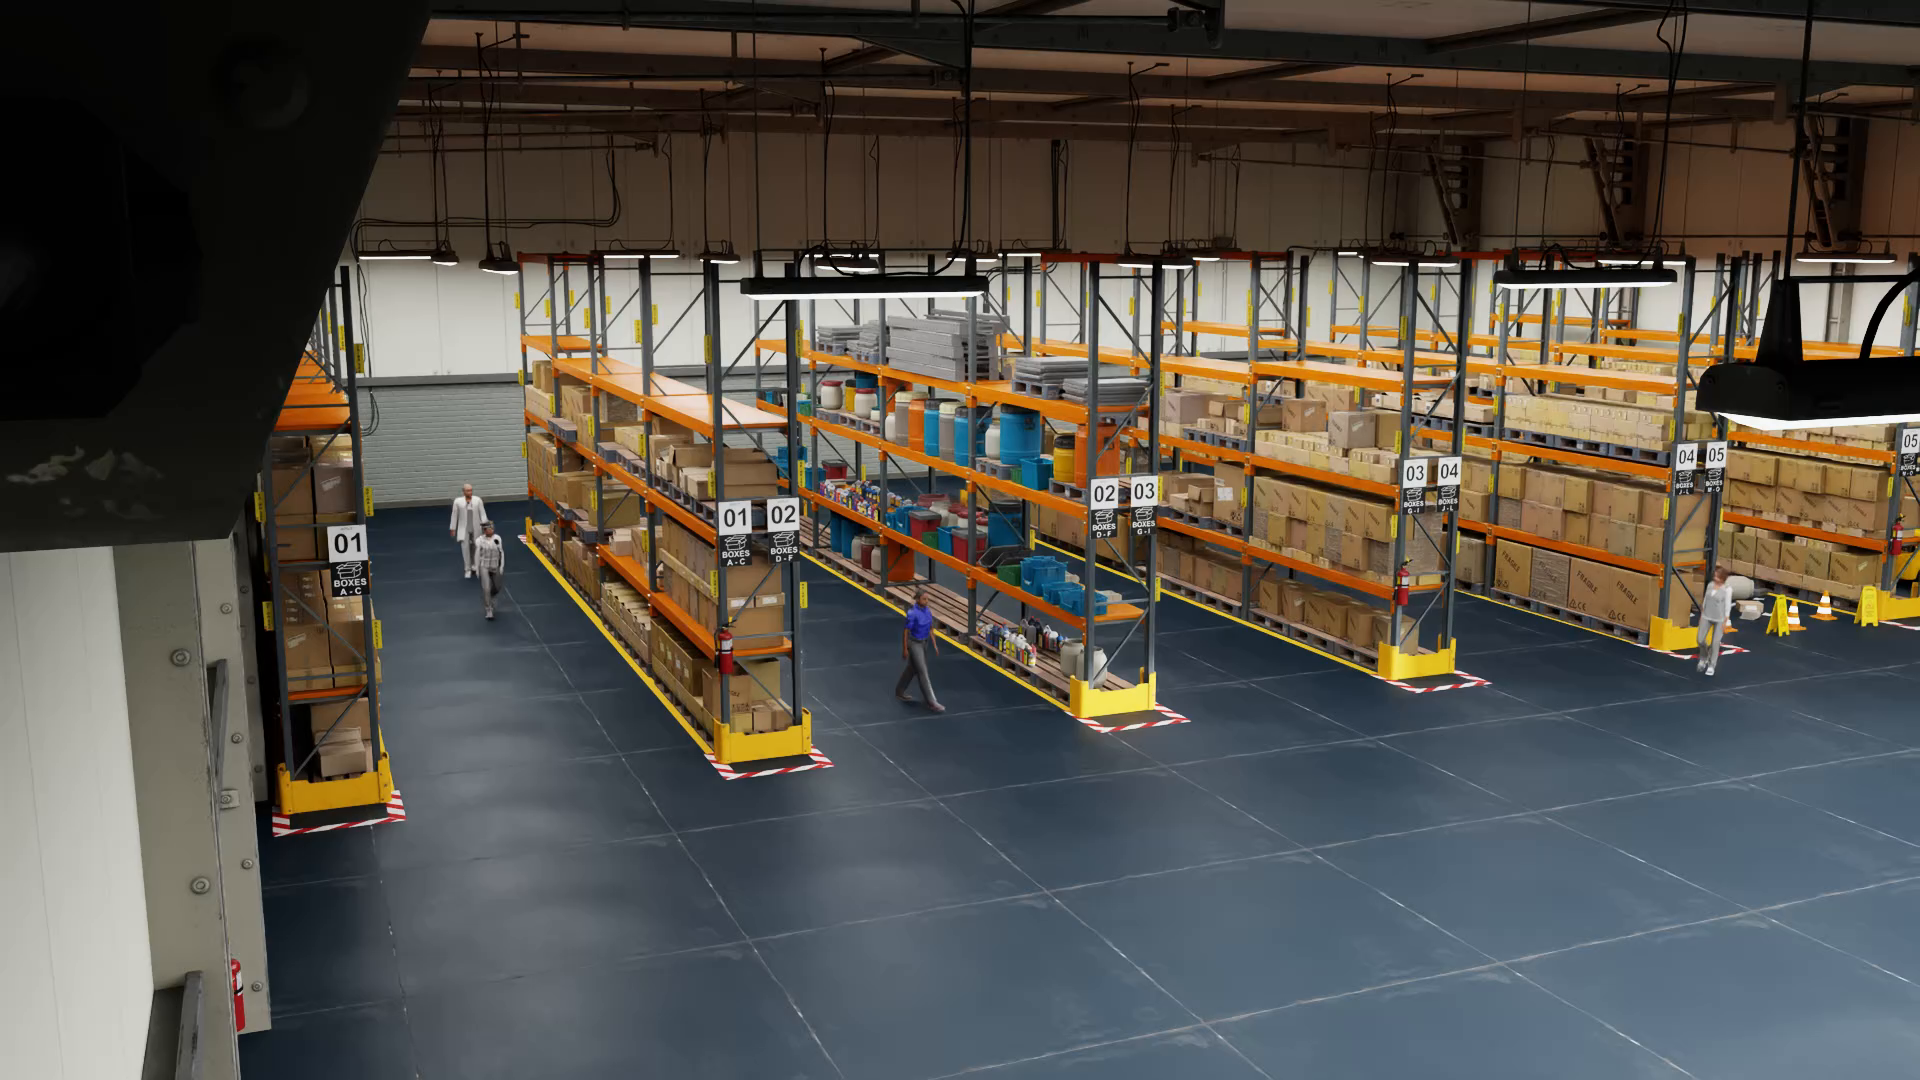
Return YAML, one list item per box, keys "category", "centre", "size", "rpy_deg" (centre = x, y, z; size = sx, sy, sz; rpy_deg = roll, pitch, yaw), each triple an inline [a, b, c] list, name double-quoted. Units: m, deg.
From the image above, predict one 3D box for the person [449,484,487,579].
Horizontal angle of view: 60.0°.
- category: "person"
  centre: [-9.213, -0.202, 31.209]
  size: [0.694, 1.713, 1.129]
  rpy_deg: [-4, 11, -19]

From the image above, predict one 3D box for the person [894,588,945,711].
- category: "person"
  centre: [-0.525, 1.449, 22.519]
  size: [0.946, 1.605, 0.487]
  rpy_deg: [6, 12, 28]

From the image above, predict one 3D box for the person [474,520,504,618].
- category: "person"
  centre: [-7.936, 0.439, 28.030]
  size: [0.490, 1.626, 0.872]
  rpy_deg: [-5, 11, -24]

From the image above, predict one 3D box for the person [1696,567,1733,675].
- category: "person"
  centre: [10.930, 1.177, 24.089]
  size: [0.422, 1.590, 0.409]
  rpy_deg: [6, 12, 31]
